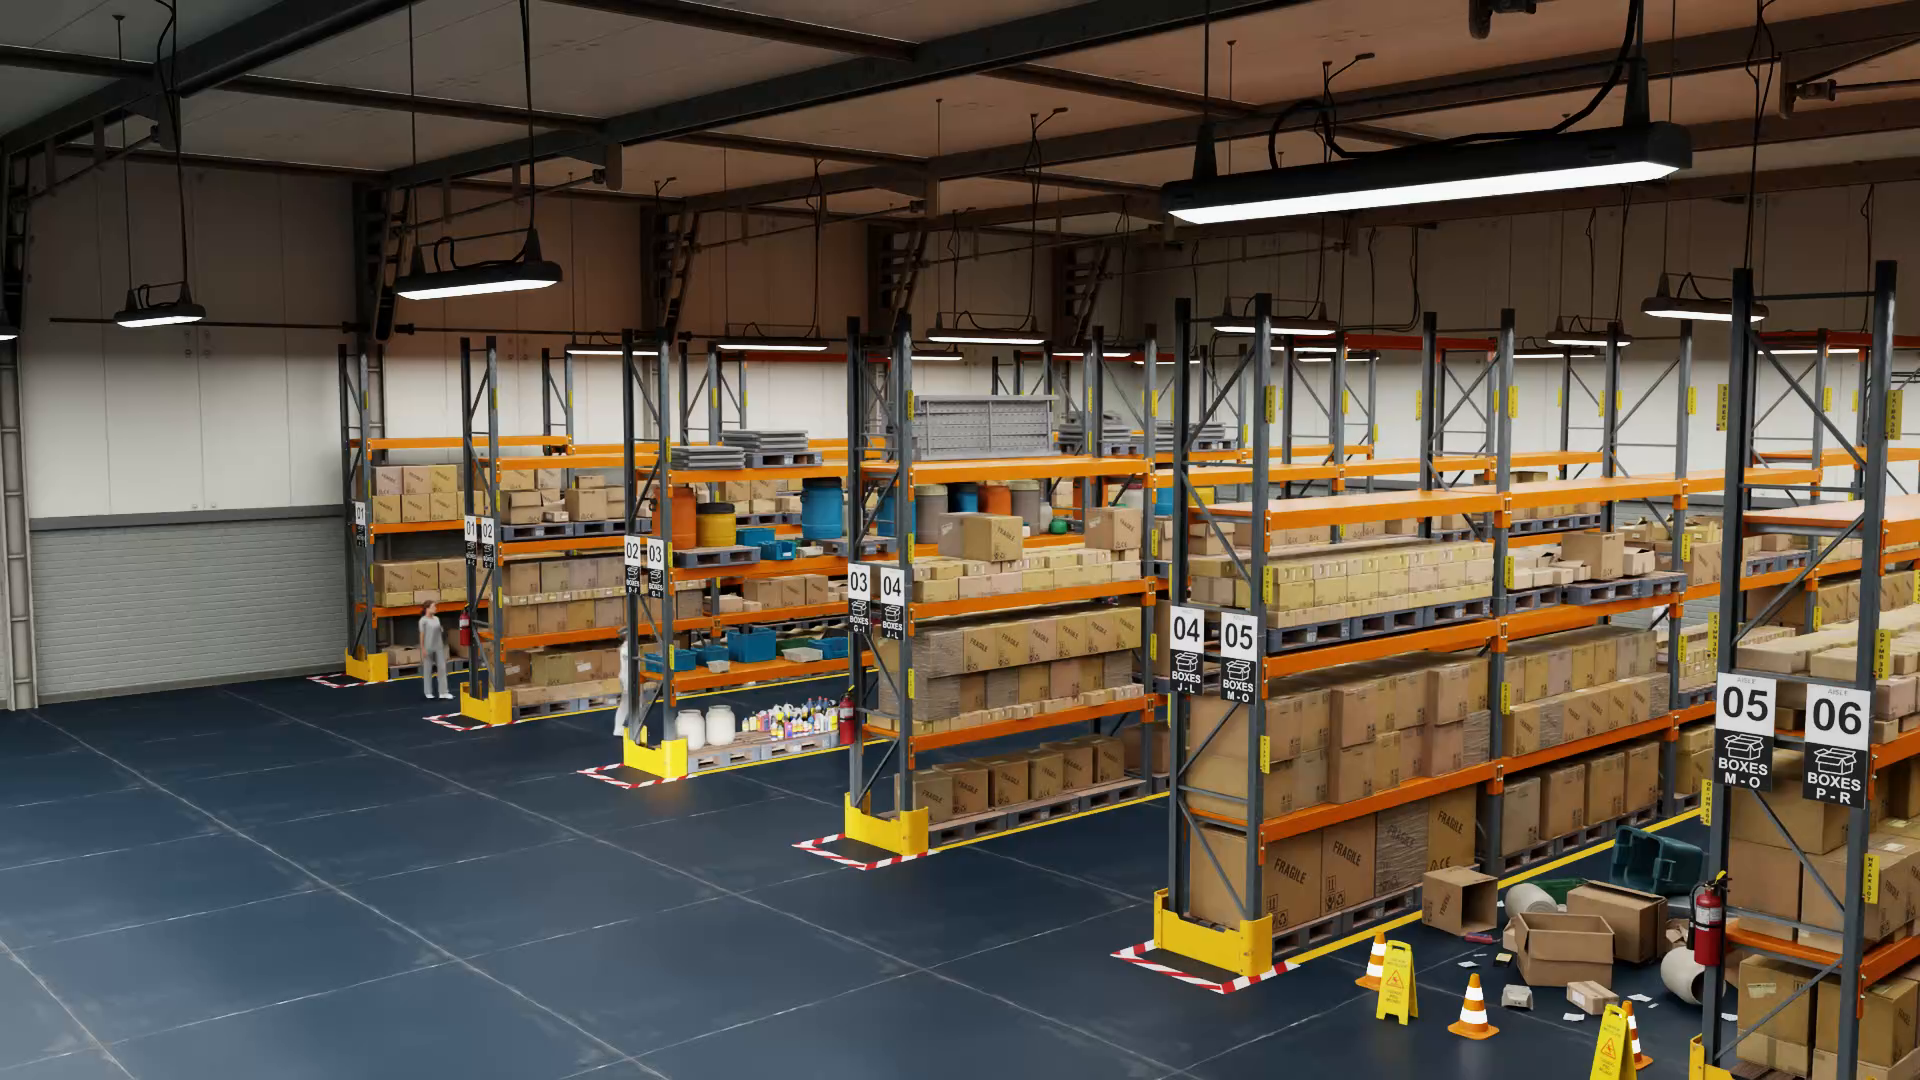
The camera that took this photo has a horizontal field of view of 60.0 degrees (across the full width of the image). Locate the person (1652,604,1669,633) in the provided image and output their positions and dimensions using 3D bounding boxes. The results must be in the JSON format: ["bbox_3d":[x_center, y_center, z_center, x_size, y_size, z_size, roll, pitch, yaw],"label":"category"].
[{"bbox_3d":[12.465,1.697,29.404,0.470,1.693,0.496,3,6,33],"label":"person"}]

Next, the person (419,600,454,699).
[{"bbox_3d":[-8.800,1.843,27.874,0.480,1.671,0.576,-4,7,-41],"label":"person"}]

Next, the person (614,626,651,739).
[{"bbox_3d":[-4.899,2.126,24.807,0.545,1.752,0.486,-1,5,-15],"label":"person"}]
